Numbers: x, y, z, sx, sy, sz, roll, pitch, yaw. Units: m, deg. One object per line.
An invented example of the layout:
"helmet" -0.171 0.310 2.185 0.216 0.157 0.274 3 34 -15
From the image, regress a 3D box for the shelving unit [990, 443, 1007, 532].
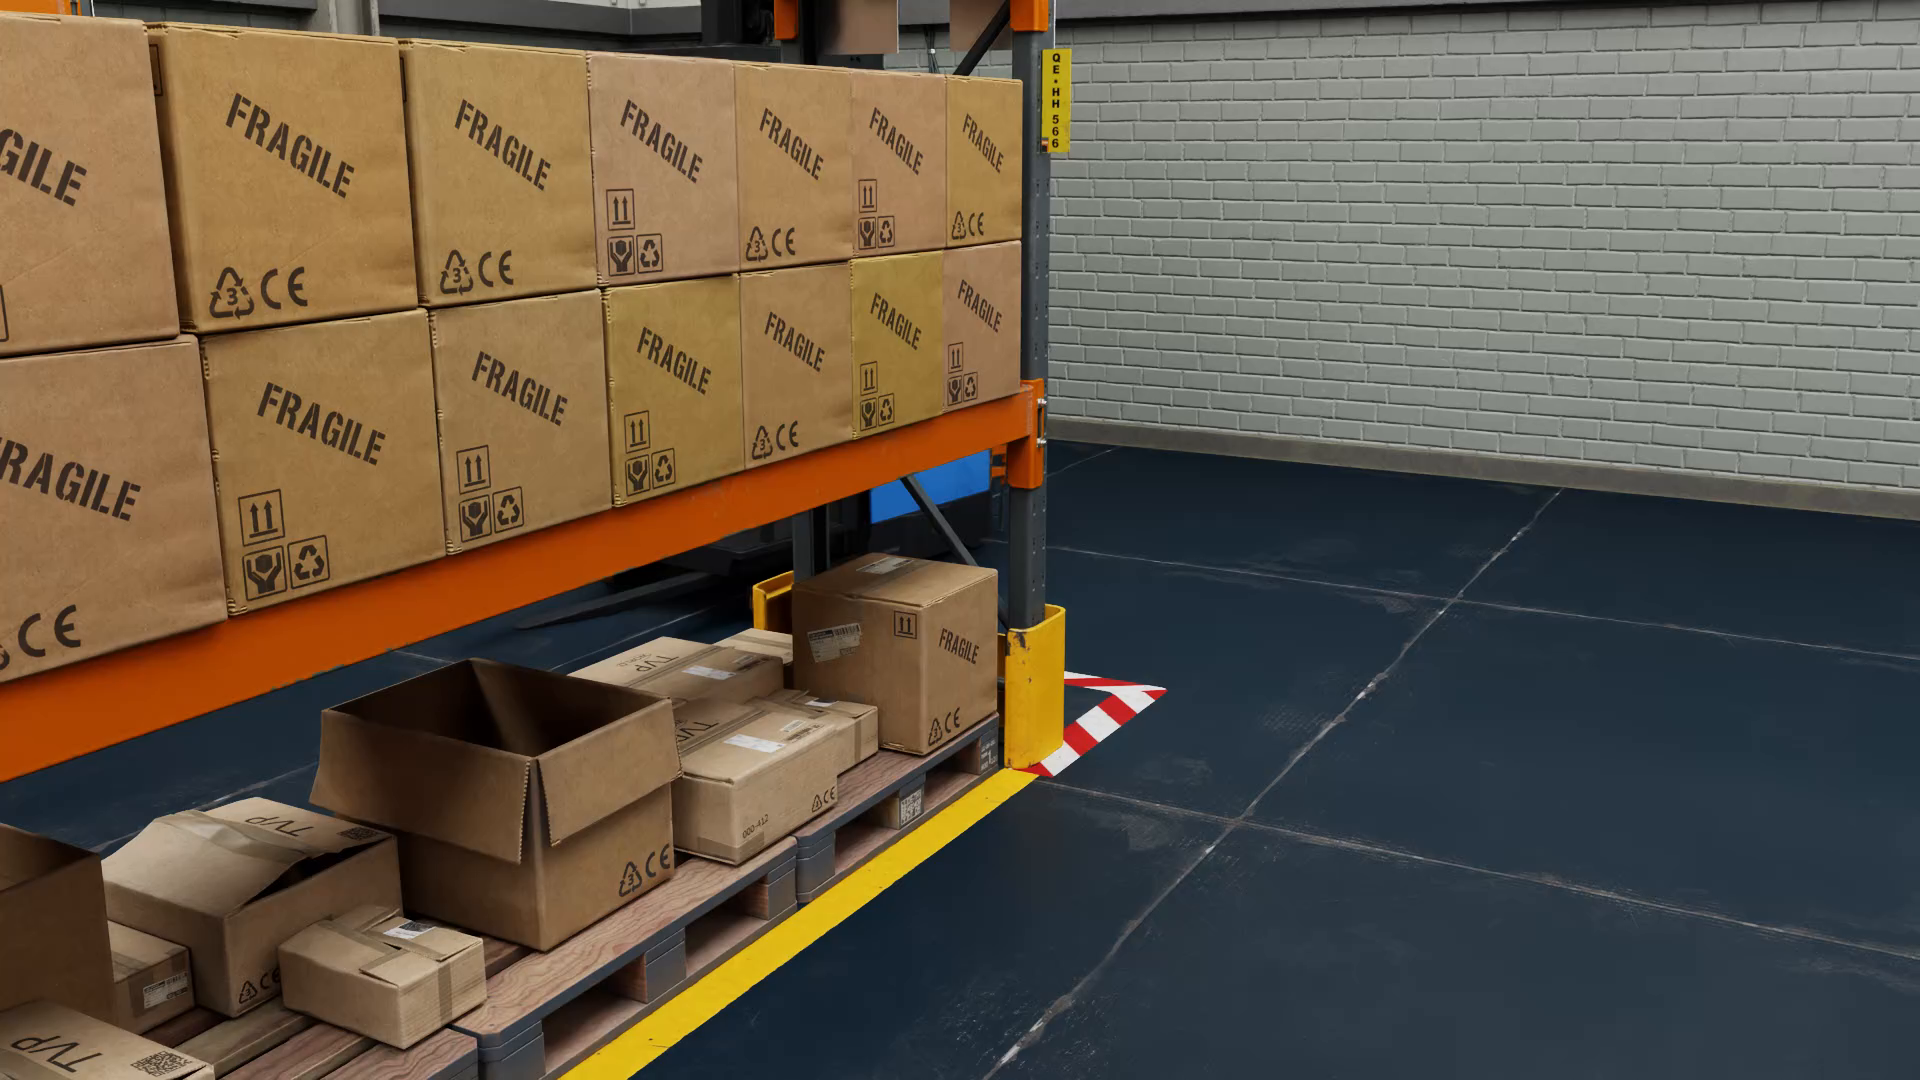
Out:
"shelving unit" 0.111 -0.642 9.108 0.258 1.200 0.189 7 10 27

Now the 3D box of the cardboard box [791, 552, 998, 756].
"cardboard box" -0.210 0.363 5.523 0.500 0.500 0.500 7 15 28

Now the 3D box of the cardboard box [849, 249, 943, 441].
"cardboard box" -0.389 -0.597 4.896 0.500 0.500 0.500 8 15 29

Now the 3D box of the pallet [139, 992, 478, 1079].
"pallet" -1.764 1.258 3.367 1.003 0.211 1.213 7 15 28

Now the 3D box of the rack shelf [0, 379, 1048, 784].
"rack shelf" -1.130 -0.018 4.242 1.077 0.370 4.000 7 15 28

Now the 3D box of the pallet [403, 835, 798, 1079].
"pallet" -1.175 1.006 4.409 1.003 0.211 1.213 7 15 28

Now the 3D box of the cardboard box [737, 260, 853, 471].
"cardboard box" -0.635 -0.495 4.474 0.500 0.500 0.500 8 15 28

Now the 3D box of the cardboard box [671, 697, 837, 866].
"cardboard box" -0.696 0.676 4.758 0.500 0.250 0.500 7 15 28

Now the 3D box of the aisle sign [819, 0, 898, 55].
"aisle sign" -0.387 -2.089 5.752 0.394 0.787 0.004 7 15 28

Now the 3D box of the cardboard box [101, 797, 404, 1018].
"cardboard box" -1.707 0.833 3.976 0.500 0.311 0.500 7 15 28

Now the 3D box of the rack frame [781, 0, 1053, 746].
"rack frame" -0.163 -0.778 5.860 1.000 3.000 0.127 7 15 28

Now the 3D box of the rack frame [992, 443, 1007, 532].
"rack frame" 0.153 -0.653 9.188 0.240 1.200 0.006 7 10 27

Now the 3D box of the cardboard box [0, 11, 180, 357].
"cardboard box" -1.622 -0.557 2.596 0.500 0.500 0.500 8 16 29

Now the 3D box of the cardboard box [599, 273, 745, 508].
"cardboard box" -0.879 -0.392 4.045 0.500 0.500 0.500 7 15 27

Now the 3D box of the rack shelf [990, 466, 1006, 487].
"rack shelf" 0.099 -0.361 9.151 0.258 0.103 0.180 7 10 27

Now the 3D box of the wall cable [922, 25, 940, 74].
"wall cable" -1.454 -3.865 12.491 3.097 2.526 0.112 7 15 28

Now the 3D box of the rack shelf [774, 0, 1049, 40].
"rack shelf" -1.130 -1.476 3.891 1.077 0.370 4.000 7 15 28

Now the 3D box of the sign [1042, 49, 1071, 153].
"sign" 0.313 -1.427 5.410 0.100 0.325 0.005 7 15 28

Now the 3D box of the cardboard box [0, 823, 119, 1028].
"cardboard box" -2.069 0.895 3.316 0.500 0.500 0.500 7 15 28

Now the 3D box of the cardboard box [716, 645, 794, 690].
"cardboard box" -0.787 0.484 5.733 0.380 0.166 0.250 7 15 28

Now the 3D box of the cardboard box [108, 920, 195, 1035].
"cardboard box" -1.941 0.982 3.704 0.380 0.149 0.250 7 15 28

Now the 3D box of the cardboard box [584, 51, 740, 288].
"cardboard box" -0.876 -0.874 3.912 0.500 0.500 0.500 8 16 30

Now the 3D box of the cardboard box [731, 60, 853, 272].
"cardboard box" -0.627 -0.979 4.350 0.500 0.500 0.500 8 16 30

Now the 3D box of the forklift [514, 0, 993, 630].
"forklift" -1.106 -1.186 7.699 1.130 2.935 3.031 10 17 35

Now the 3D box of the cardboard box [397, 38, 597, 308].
"cardboard box" -1.124 -0.768 3.473 0.500 0.500 0.500 7 15 26

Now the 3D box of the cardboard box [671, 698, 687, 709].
"cardboard box" -1.157 0.629 4.950 0.500 0.250 0.500 7 15 28

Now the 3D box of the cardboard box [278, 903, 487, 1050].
"cardboard box" -1.295 0.966 3.733 0.380 0.166 0.250 7 15 28

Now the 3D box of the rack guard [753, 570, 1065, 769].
"rack guard" -0.200 0.453 6.088 1.175 0.500 0.348 7 15 28

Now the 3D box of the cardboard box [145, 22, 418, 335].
"cardboard box" -1.373 -0.663 3.035 0.500 0.500 0.500 7 15 26

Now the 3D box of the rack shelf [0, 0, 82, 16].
"rack shelf" -5.468 -2.037 6.216 1.077 0.370 4.000 7 15 28

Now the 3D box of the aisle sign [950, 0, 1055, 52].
"aisle sign" 0.138 -2.021 5.470 0.394 0.787 0.004 7 15 28

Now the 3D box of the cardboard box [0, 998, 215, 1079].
"cardboard box" -1.704 1.074 2.975 0.500 0.311 0.500 7 15 28

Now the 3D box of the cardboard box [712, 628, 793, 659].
"cardboard box" -0.666 0.441 5.948 0.380 0.149 0.250 7 15 28

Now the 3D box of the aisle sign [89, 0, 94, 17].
"aisle sign" -4.204 -2.583 7.801 0.394 0.787 0.004 7 15 28

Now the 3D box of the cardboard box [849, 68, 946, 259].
"cardboard box" -0.381 -1.086 4.793 0.500 0.500 0.500 8 16 30

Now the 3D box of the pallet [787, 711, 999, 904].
"pallet" -0.584 0.757 5.443 1.003 0.211 1.213 7 15 28

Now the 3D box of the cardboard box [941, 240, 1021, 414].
"cardboard box" -0.141 -0.704 5.339 0.500 0.500 0.500 8 16 30

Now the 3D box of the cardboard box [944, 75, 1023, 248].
"cardboard box" -0.137 -1.190 5.223 0.500 0.500 0.500 7 15 28

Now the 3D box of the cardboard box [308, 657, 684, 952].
"cardboard box" -1.193 0.656 4.298 0.797 0.503 0.637 7 15 28

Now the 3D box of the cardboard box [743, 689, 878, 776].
"cardboard box" -0.485 0.598 5.260 0.380 0.166 0.250 7 15 28

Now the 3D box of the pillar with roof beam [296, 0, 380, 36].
"pillar with roof beam" -0.184 -4.419 8.163 9.100 9.000 0.400 7 15 28

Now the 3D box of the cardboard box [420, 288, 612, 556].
"cardboard box" -1.123 -0.287 3.612 0.500 0.500 0.500 7 15 28

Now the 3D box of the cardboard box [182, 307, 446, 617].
"cardboard box" -1.367 -0.185 3.187 0.500 0.500 0.500 8 16 29

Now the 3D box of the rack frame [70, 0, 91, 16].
"rack frame" -4.501 -1.338 8.185 1.000 3.000 0.127 7 15 28

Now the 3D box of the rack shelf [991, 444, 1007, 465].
"rack shelf" 0.104 -0.480 9.133 0.258 0.103 0.180 7 10 27

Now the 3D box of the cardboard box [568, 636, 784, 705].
"cardboard box" -0.916 0.527 5.376 0.500 0.250 0.500 7 15 28

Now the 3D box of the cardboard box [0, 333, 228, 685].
"cardboard box" -1.612 -0.080 2.750 0.500 0.500 0.500 8 16 30

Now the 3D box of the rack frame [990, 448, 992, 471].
"rack frame" 0.069 -0.631 9.027 0.240 1.200 0.006 7 10 27
